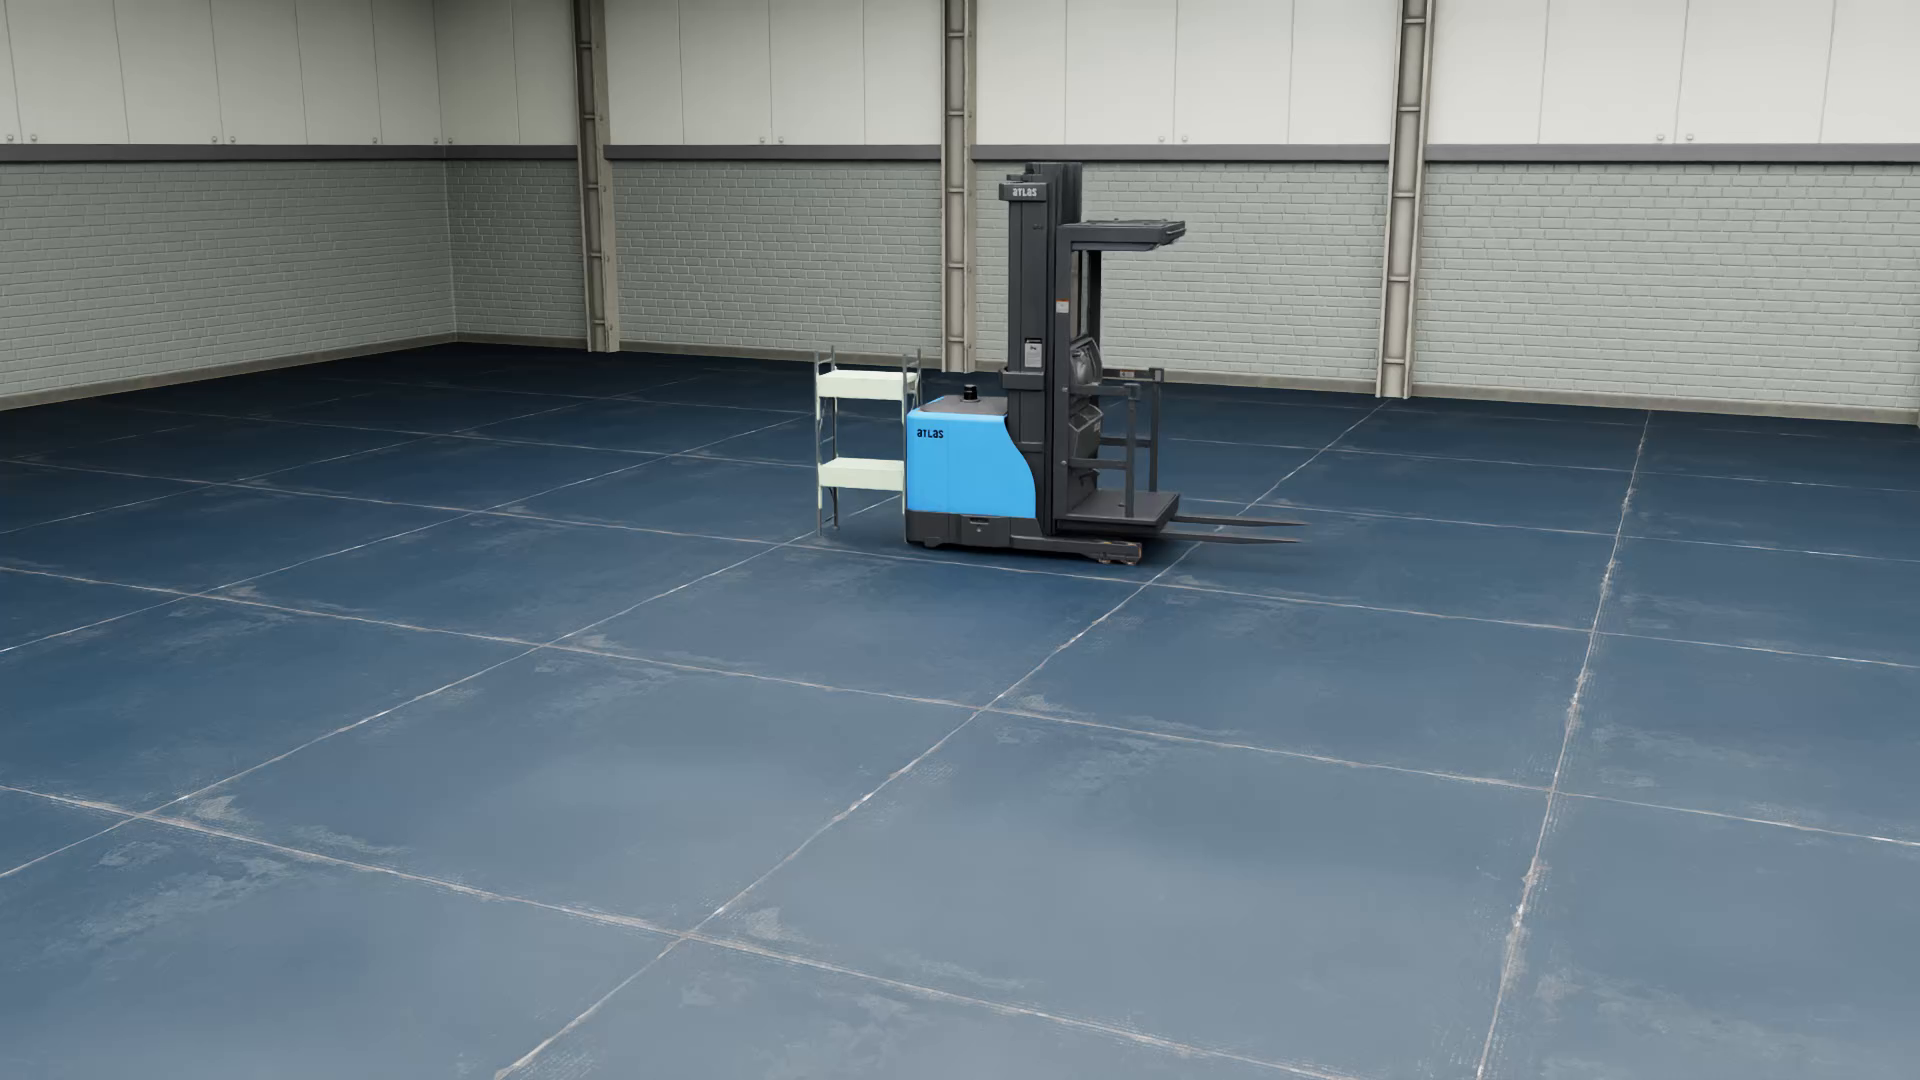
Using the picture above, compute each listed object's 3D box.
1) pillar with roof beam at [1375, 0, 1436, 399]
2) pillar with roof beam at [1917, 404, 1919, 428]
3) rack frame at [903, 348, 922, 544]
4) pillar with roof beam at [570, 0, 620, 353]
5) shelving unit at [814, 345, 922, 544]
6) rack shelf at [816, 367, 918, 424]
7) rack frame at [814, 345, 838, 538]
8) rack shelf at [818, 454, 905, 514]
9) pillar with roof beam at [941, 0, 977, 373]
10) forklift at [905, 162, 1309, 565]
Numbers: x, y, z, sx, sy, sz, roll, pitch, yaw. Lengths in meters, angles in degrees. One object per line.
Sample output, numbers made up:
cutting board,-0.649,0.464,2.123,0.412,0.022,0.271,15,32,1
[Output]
pillar with roof beam,3.725,-5.295,16.121,0.400,9.000,9.100,6,14,23
pillar with roof beam,9.211,-4.740,13.755,0.400,9.000,9.100,6,14,23
rack frame,-0.373,-0.745,13.147,0.023,1.500,0.400,4,14,16
pillar with roof beam,-7.246,-6.405,20.853,0.400,9.000,9.100,6,14,23
shelving unit,-0.723,-0.769,13.250,0.755,1.500,0.431,4,14,16
rack shelf,-0.723,-1.149,13.160,0.720,0.370,0.431,4,14,16
rack frame,-1.074,-0.793,13.352,0.023,1.500,0.400,4,14,16
rack shelf,-0.723,-0.452,13.324,0.720,0.370,0.431,4,14,16
pillar with roof beam,-1.761,-5.850,18.487,0.400,9.000,9.100,6,14,23
forklift,1.150,-1.372,12.688,3.031,2.935,1.130,4,14,16
